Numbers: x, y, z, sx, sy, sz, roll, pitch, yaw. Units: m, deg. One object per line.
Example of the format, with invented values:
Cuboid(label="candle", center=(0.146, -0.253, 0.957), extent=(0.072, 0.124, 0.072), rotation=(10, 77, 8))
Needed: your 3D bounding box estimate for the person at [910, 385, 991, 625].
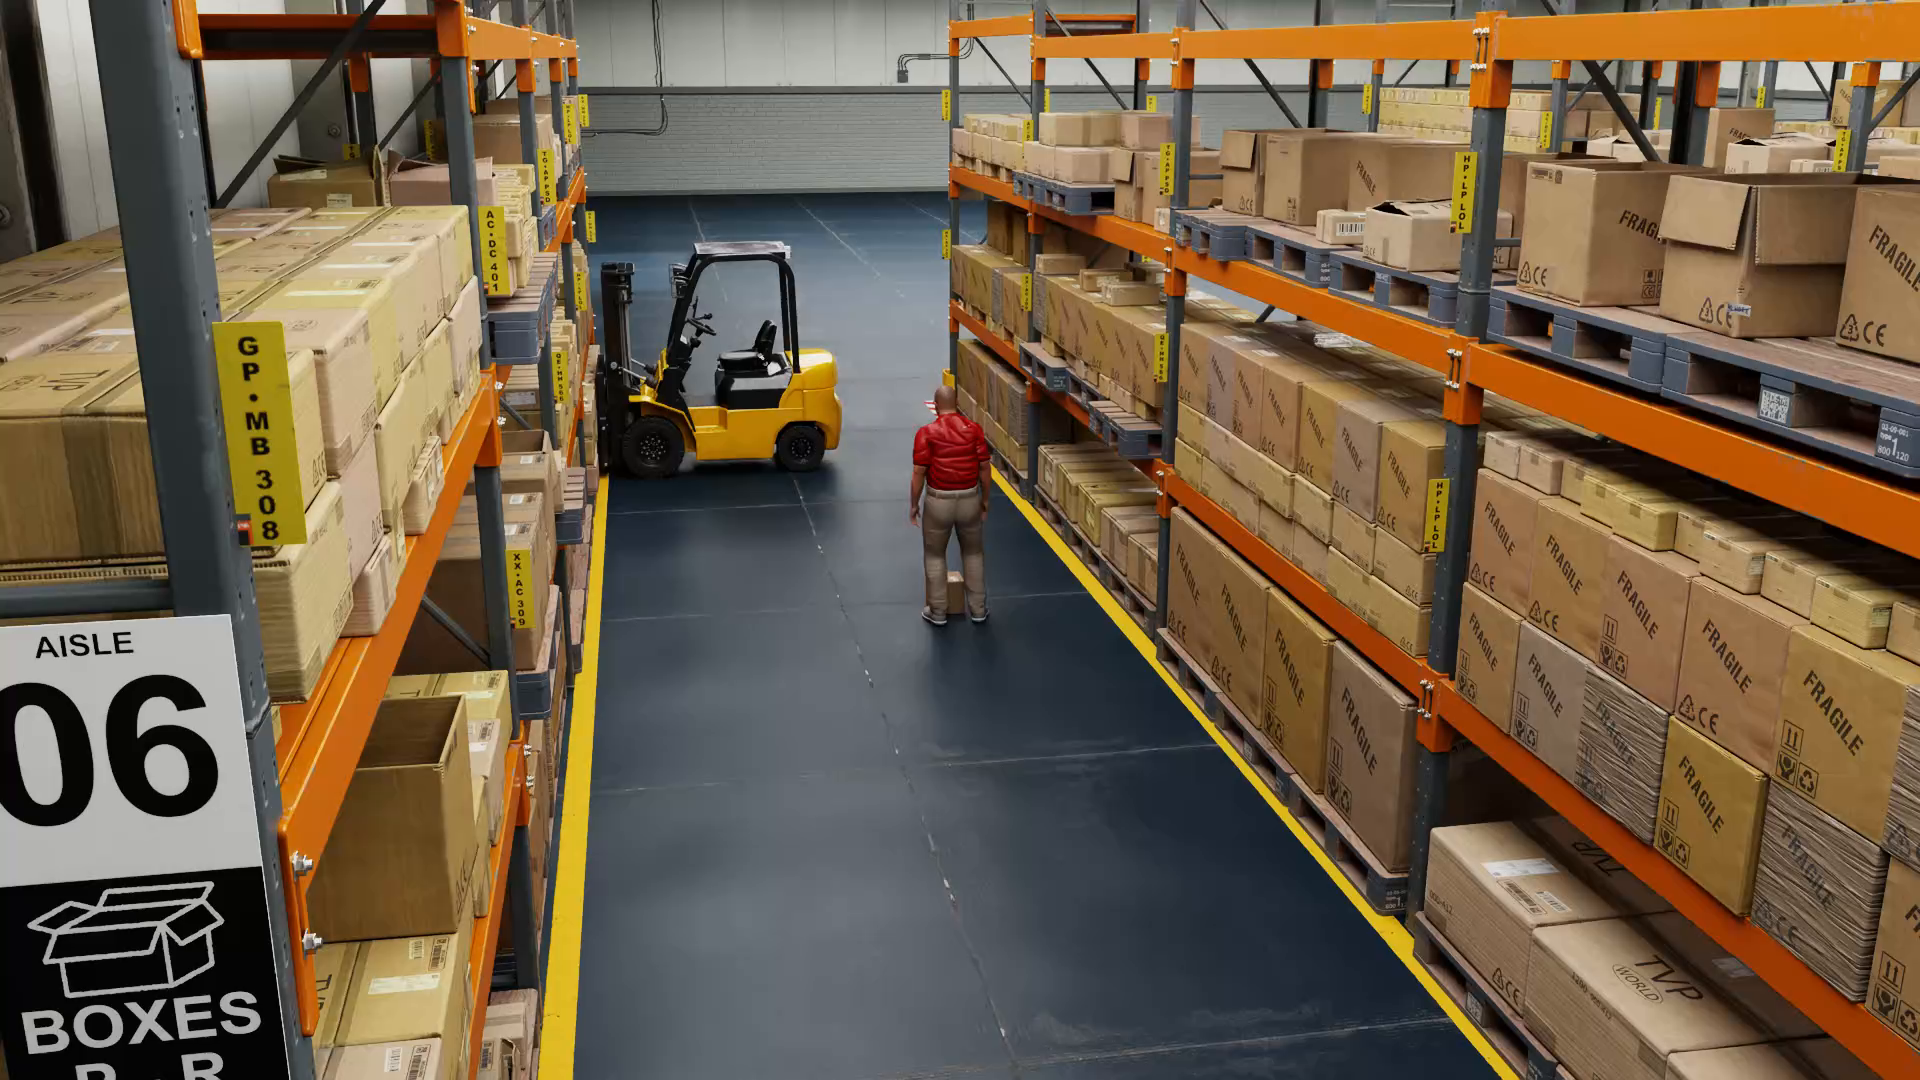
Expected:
Cuboid(label="person", center=(-0.062, -0.247, 11.903), extent=(0.605, 1.728, 0.385), rotation=(-4, 17, -13))
